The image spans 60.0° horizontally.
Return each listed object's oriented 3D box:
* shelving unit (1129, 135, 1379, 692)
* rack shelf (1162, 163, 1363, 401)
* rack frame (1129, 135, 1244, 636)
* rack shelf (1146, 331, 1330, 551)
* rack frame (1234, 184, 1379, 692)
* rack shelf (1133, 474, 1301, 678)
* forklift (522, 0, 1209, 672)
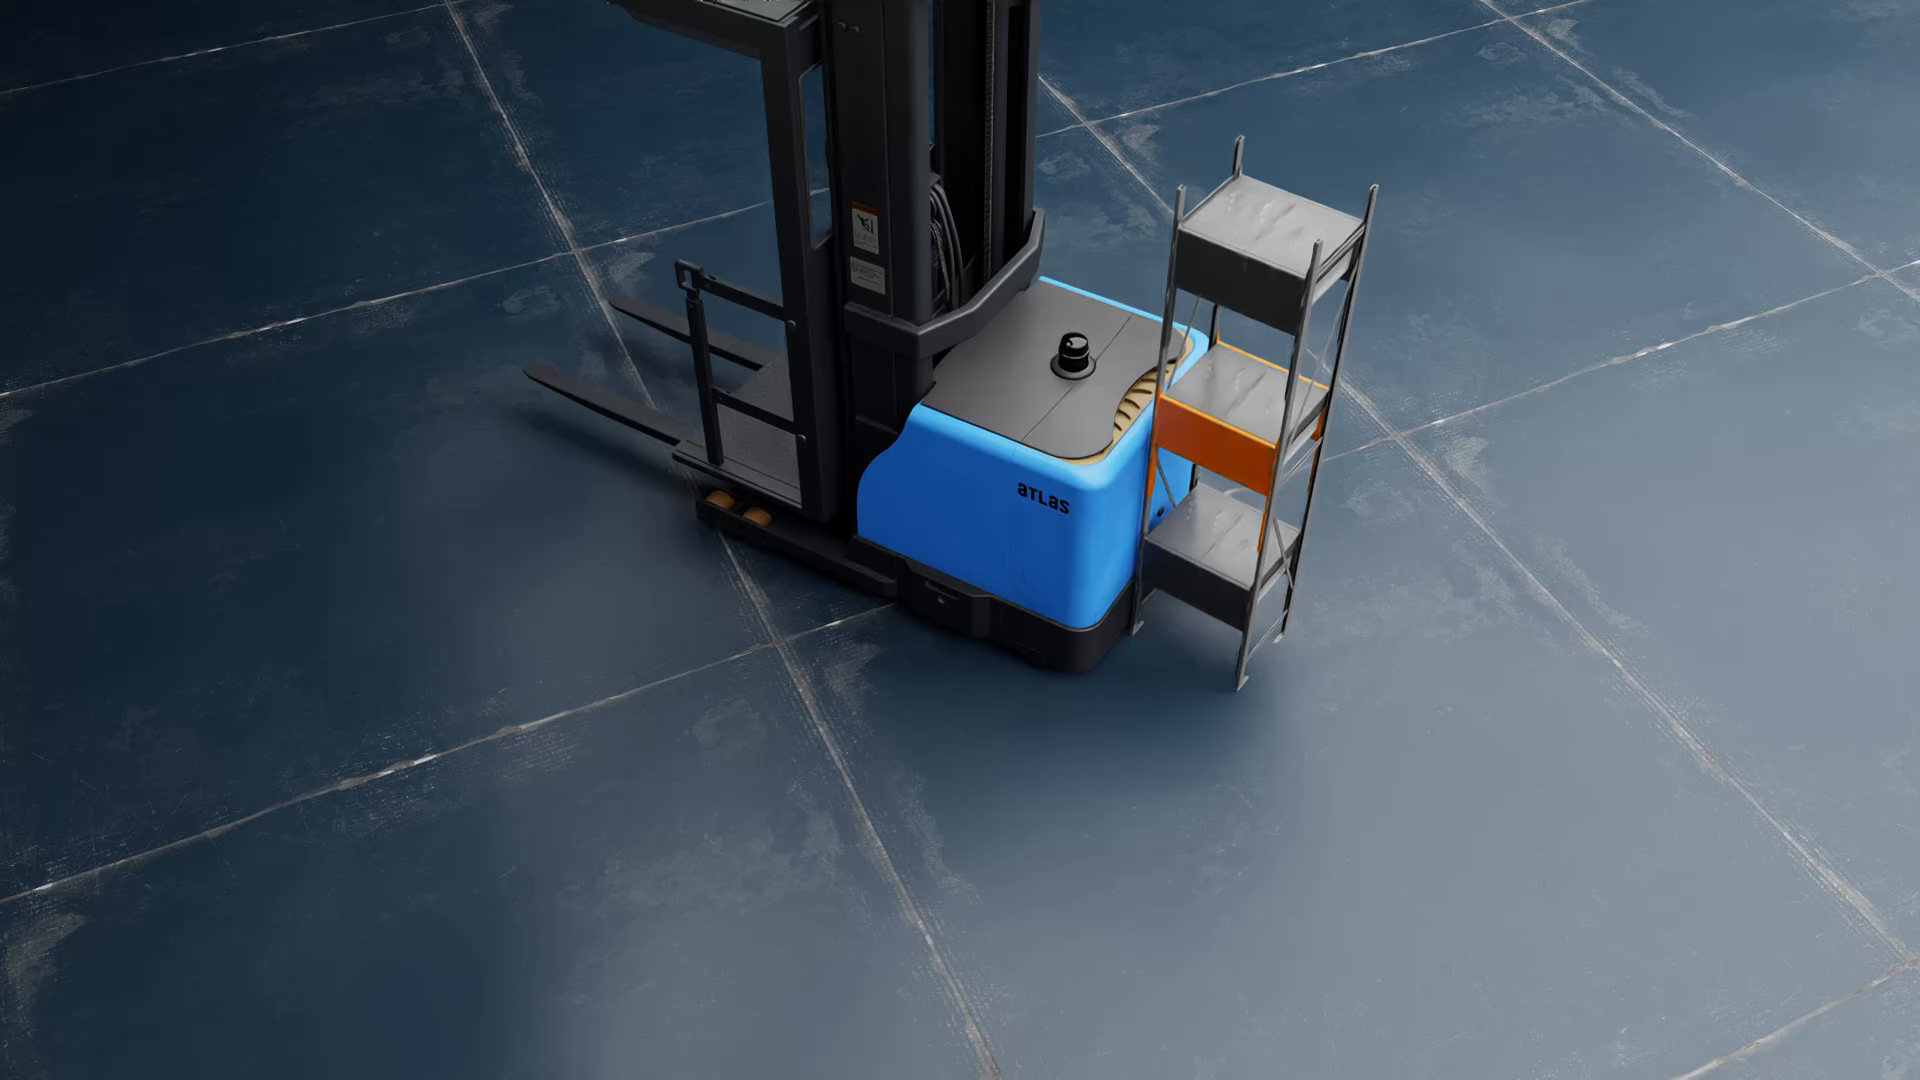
[{"bbox_3d":[1.006,-0.369,5.998,0.503,2.100,0.431,28,51,25],"label":"shelving unit"},{"bbox_3d":[1.006,-0.858,5.516,0.480,0.518,0.431,28,51,25],"label":"rack shelf"},{"bbox_3d":[0.811,-0.472,6.102,0.015,2.100,0.400,28,51,25],"label":"rack frame"},{"bbox_3d":[1.006,-0.359,6.007,0.480,0.518,0.431,28,51,25],"label":"rack shelf"},{"bbox_3d":[1.201,-0.266,5.893,0.015,2.100,0.400,28,51,25],"label":"rack frame"},{"bbox_3d":[1.006,0.139,6.499,0.480,0.518,0.431,28,51,25],"label":"rack shelf"},{"bbox_3d":[-0.534,-1.313,6.362,3.031,2.935,1.130,23,49,22],"label":"forklift"}]
